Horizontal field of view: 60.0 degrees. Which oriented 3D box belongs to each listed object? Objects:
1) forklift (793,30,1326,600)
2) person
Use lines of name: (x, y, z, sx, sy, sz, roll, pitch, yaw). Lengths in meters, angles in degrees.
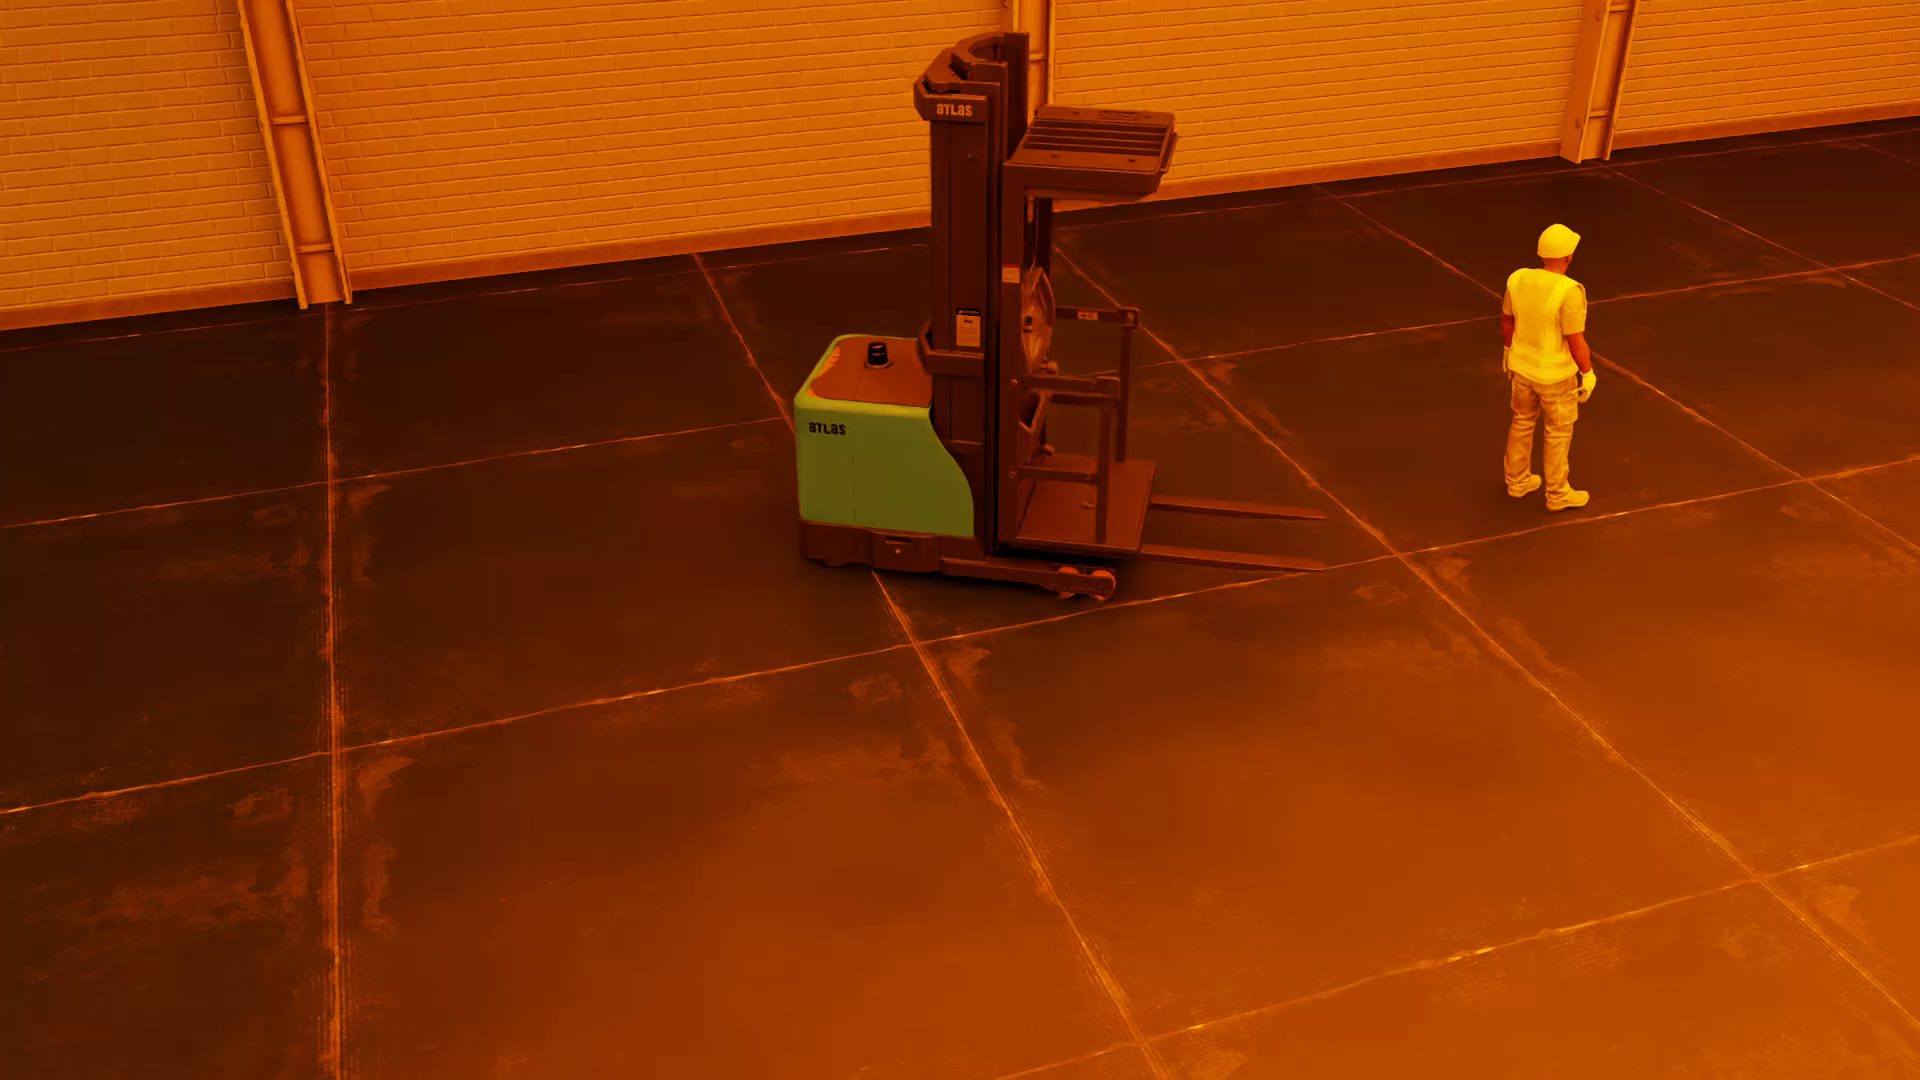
forklift: (0.620, -1.219, 9.206, 3.031, 2.935, 1.130, 6, 30, 10)
person: (3.585, -1.057, 10.069, 0.549, 1.787, 0.653, -17, 34, -26)
